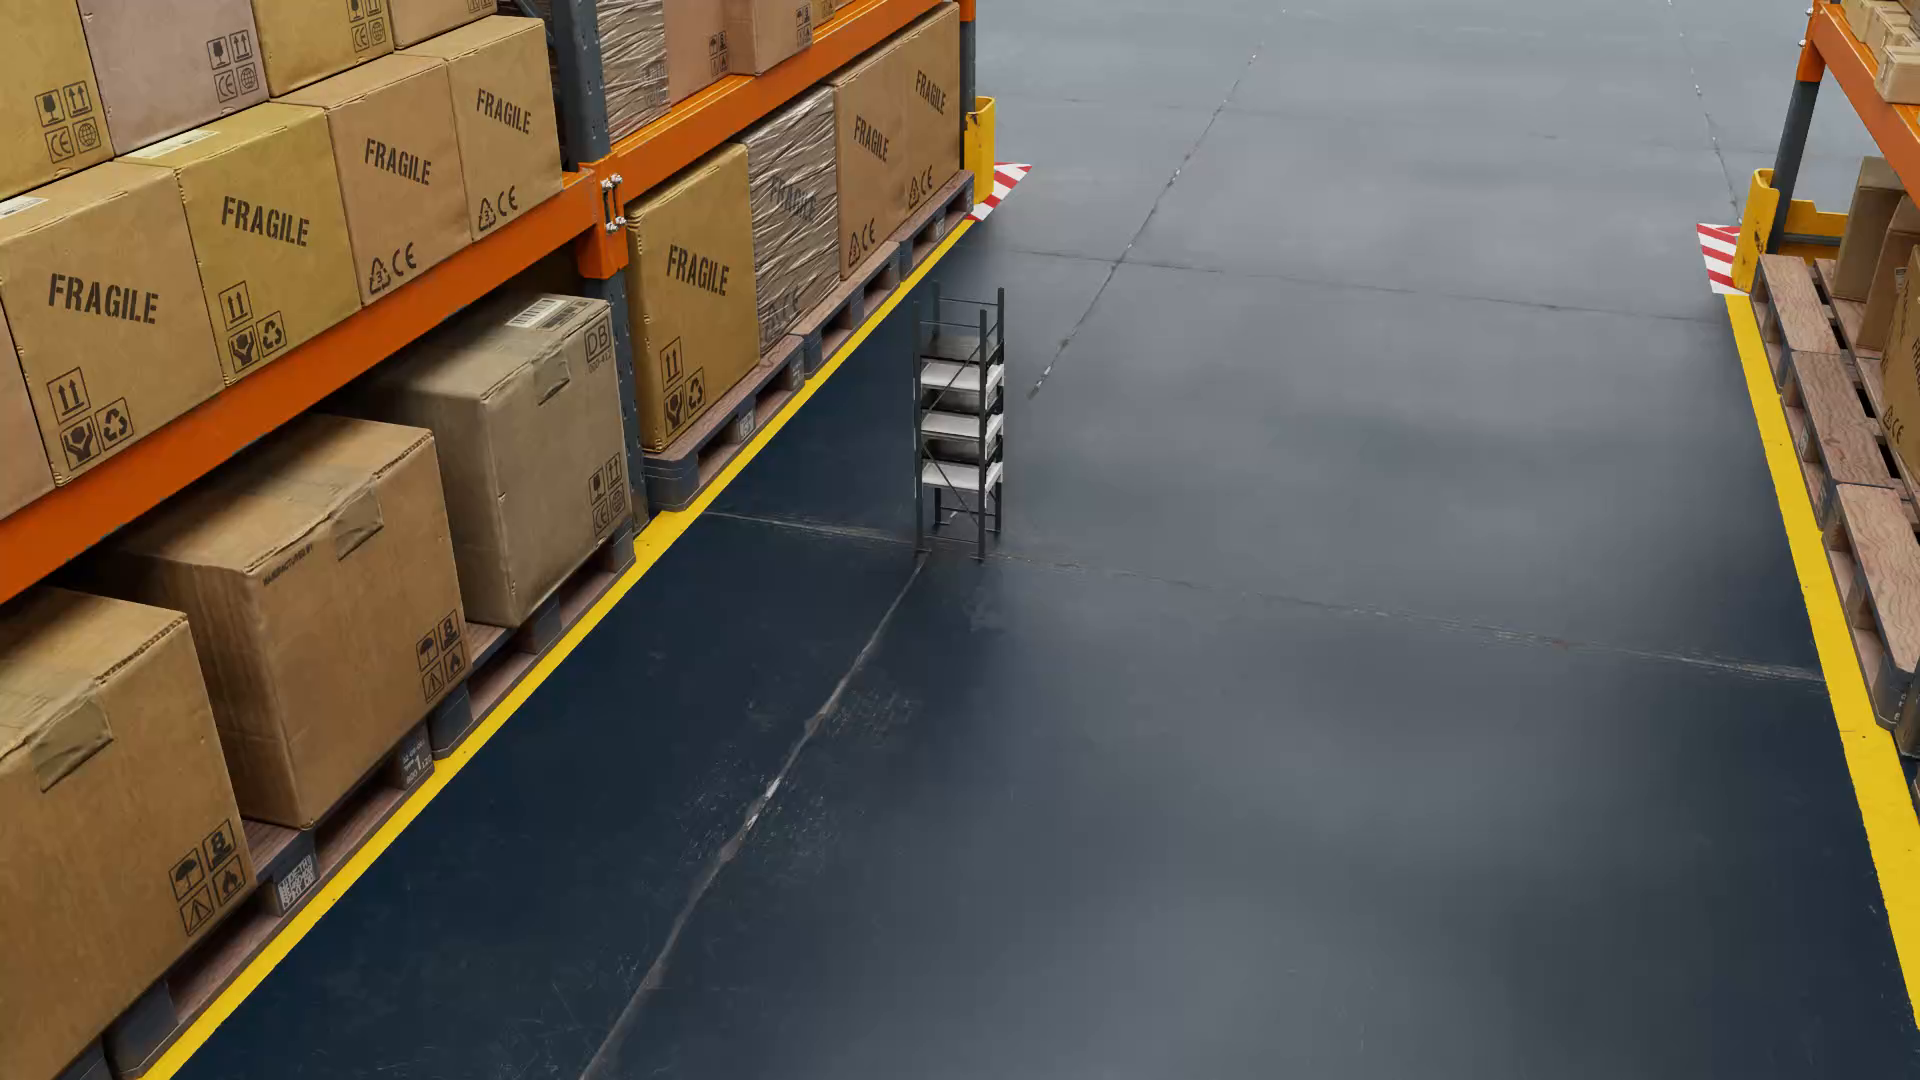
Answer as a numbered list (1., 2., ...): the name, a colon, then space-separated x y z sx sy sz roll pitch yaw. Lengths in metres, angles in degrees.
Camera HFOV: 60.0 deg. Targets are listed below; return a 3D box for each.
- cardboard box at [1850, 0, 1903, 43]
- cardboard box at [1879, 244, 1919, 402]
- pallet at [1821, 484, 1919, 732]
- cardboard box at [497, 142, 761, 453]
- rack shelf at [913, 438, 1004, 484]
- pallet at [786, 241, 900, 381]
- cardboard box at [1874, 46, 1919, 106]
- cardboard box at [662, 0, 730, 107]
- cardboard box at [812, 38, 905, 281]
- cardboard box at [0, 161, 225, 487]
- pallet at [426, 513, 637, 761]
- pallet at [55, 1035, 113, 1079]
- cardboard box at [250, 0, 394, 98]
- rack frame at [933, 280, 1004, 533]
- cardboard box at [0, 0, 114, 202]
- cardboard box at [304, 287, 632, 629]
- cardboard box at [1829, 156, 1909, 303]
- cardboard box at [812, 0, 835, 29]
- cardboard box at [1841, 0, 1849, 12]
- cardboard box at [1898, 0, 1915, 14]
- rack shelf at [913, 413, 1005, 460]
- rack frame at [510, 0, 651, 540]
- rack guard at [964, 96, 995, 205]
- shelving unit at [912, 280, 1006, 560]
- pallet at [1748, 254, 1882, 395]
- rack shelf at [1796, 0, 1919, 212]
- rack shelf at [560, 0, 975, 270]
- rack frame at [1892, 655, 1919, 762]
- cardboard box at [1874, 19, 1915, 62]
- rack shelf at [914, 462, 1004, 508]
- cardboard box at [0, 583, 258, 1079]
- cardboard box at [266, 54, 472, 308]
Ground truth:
1. cardboard box: 3.809 -2.080 6.661 0.380 0.149 0.250 8 30 15
2. cardboard box: 3.756 -0.748 6.148 0.500 0.500 0.500 11 31 20
3. pallet: 3.289 0.245 5.093 1.003 0.211 1.213 8 30 15
4. cardboard box: -1.335 -0.949 6.123 0.875 0.875 0.875 9 30 16
5. rack shelf: -0.002 -0.282 5.584 0.258 0.077 0.200 8 30 15
6. pallet: -0.932 -1.104 7.517 1.003 0.211 1.213 8 30 15
7. cardboard box: 3.455 -1.624 5.842 0.380 0.149 0.250 8 30 15
8. cardboard box: -1.349 -1.909 5.941 0.875 0.550 0.550 8 30 15
9. cardboard box: -0.804 -1.791 7.638 0.875 0.875 0.875 8 30 14
10. cardboard box: -1.927 -0.468 3.403 0.500 0.500 0.500 8 30 14
11. pallet: -1.741 0.177 5.215 1.003 0.211 1.213 8 30 15
12. pallet: -2.457 1.311 3.177 1.003 0.211 1.213 8 30 15
13. cardboard box: -1.875 -1.421 4.087 0.700 0.500 0.500 8 30 14
14. rack frame: 0.027 -0.437 5.609 0.240 0.900 0.006 8 30 15
15. cardboard box: -2.173 -0.952 3.244 0.700 0.500 0.500 8 30 14
16. cardboard box: -1.682 -0.310 5.104 1.050 0.750 0.750 8 30 15
17. cardboard box: 4.101 -1.319 7.174 0.500 0.500 0.500 14 32 24
18. cardboard box: -1.019 -2.403 6.831 0.875 0.550 0.500 8 30 15
19. cardboard box: 3.988 -2.307 7.070 0.380 0.149 0.250 8 30 15
20. cardboard box: 4.080 -2.188 6.189 0.875 0.500 0.500 8 30 15
21. rack shelf: -0.002 -0.360 5.541 0.258 0.077 0.200 8 30 15
22. rack frame: -1.586 -1.411 5.201 1.000 3.000 0.127 8 30 15
23. rack guard: -0.405 -2.189 9.171 1.175 0.500 0.348 8 30 15
24. shelving unit: -0.002 -0.389 5.524 0.258 0.900 0.210 8 30 15
25. pallet: 4.005 -0.889 7.131 1.003 0.211 1.213 8 30 15
26. rack shelf: 3.713 -1.272 5.690 1.077 0.370 4.000 8 30 15
27. rack shelf: -0.999 -2.026 7.047 1.077 0.370 4.000 8 30 15
28. rack frame: 3.126 -0.656 3.845 1.000 3.000 0.127 8 30 15
29. cardboard box: 3.675 -1.845 6.240 0.380 0.149 0.250 8 30 15
30. rack shelf: -0.002 -0.203 5.628 0.258 0.077 0.200 8 30 15
31. cardboard box: -2.242 0.570 3.521 1.050 0.750 0.750 9 30 16
32. cardboard box: -1.632 -0.939 4.250 0.500 0.500 0.500 8 30 14
